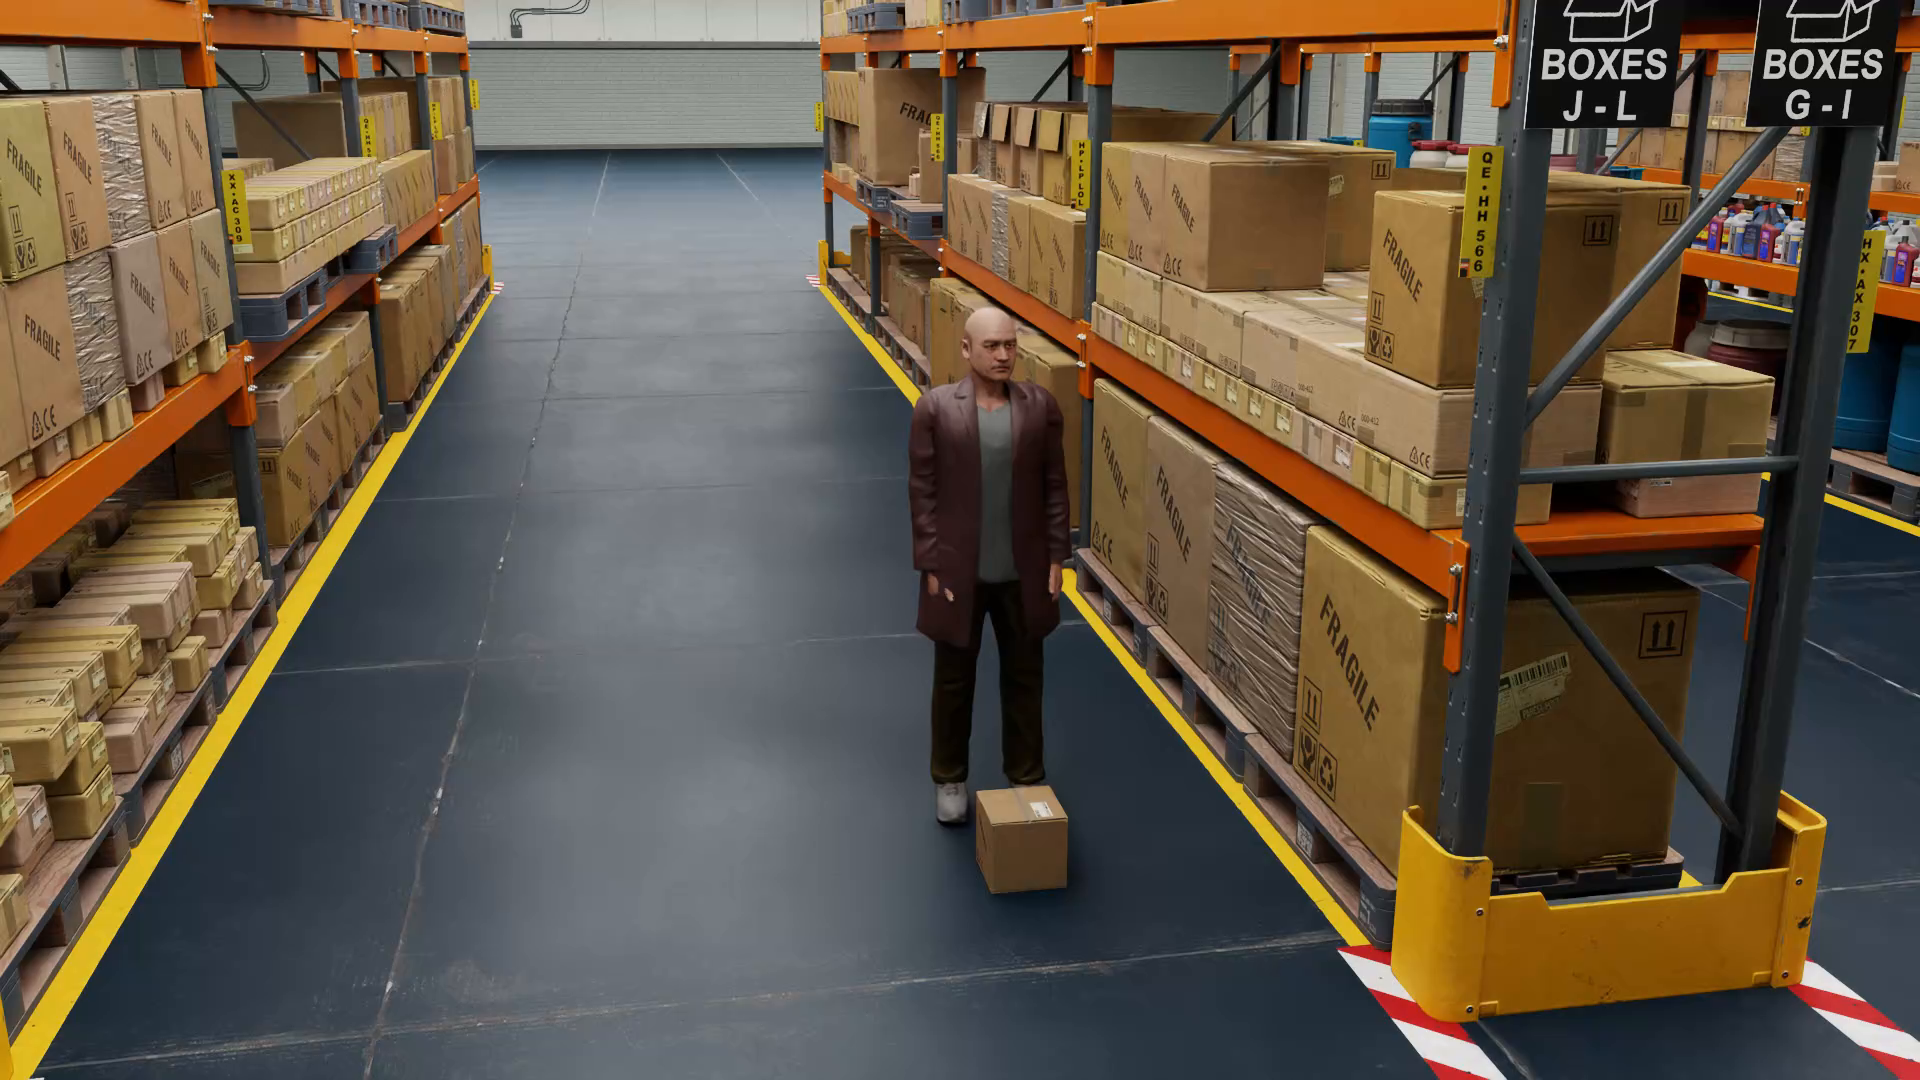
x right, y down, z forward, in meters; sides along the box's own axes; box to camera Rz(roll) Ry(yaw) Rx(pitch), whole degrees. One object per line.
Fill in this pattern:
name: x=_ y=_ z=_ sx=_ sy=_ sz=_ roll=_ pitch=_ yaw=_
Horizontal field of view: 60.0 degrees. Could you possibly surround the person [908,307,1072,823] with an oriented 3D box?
person: x=0.113 y=0.099 z=5.705 sx=0.562 sy=1.782 sz=0.405 roll=-3 pitch=16 yaw=-10
